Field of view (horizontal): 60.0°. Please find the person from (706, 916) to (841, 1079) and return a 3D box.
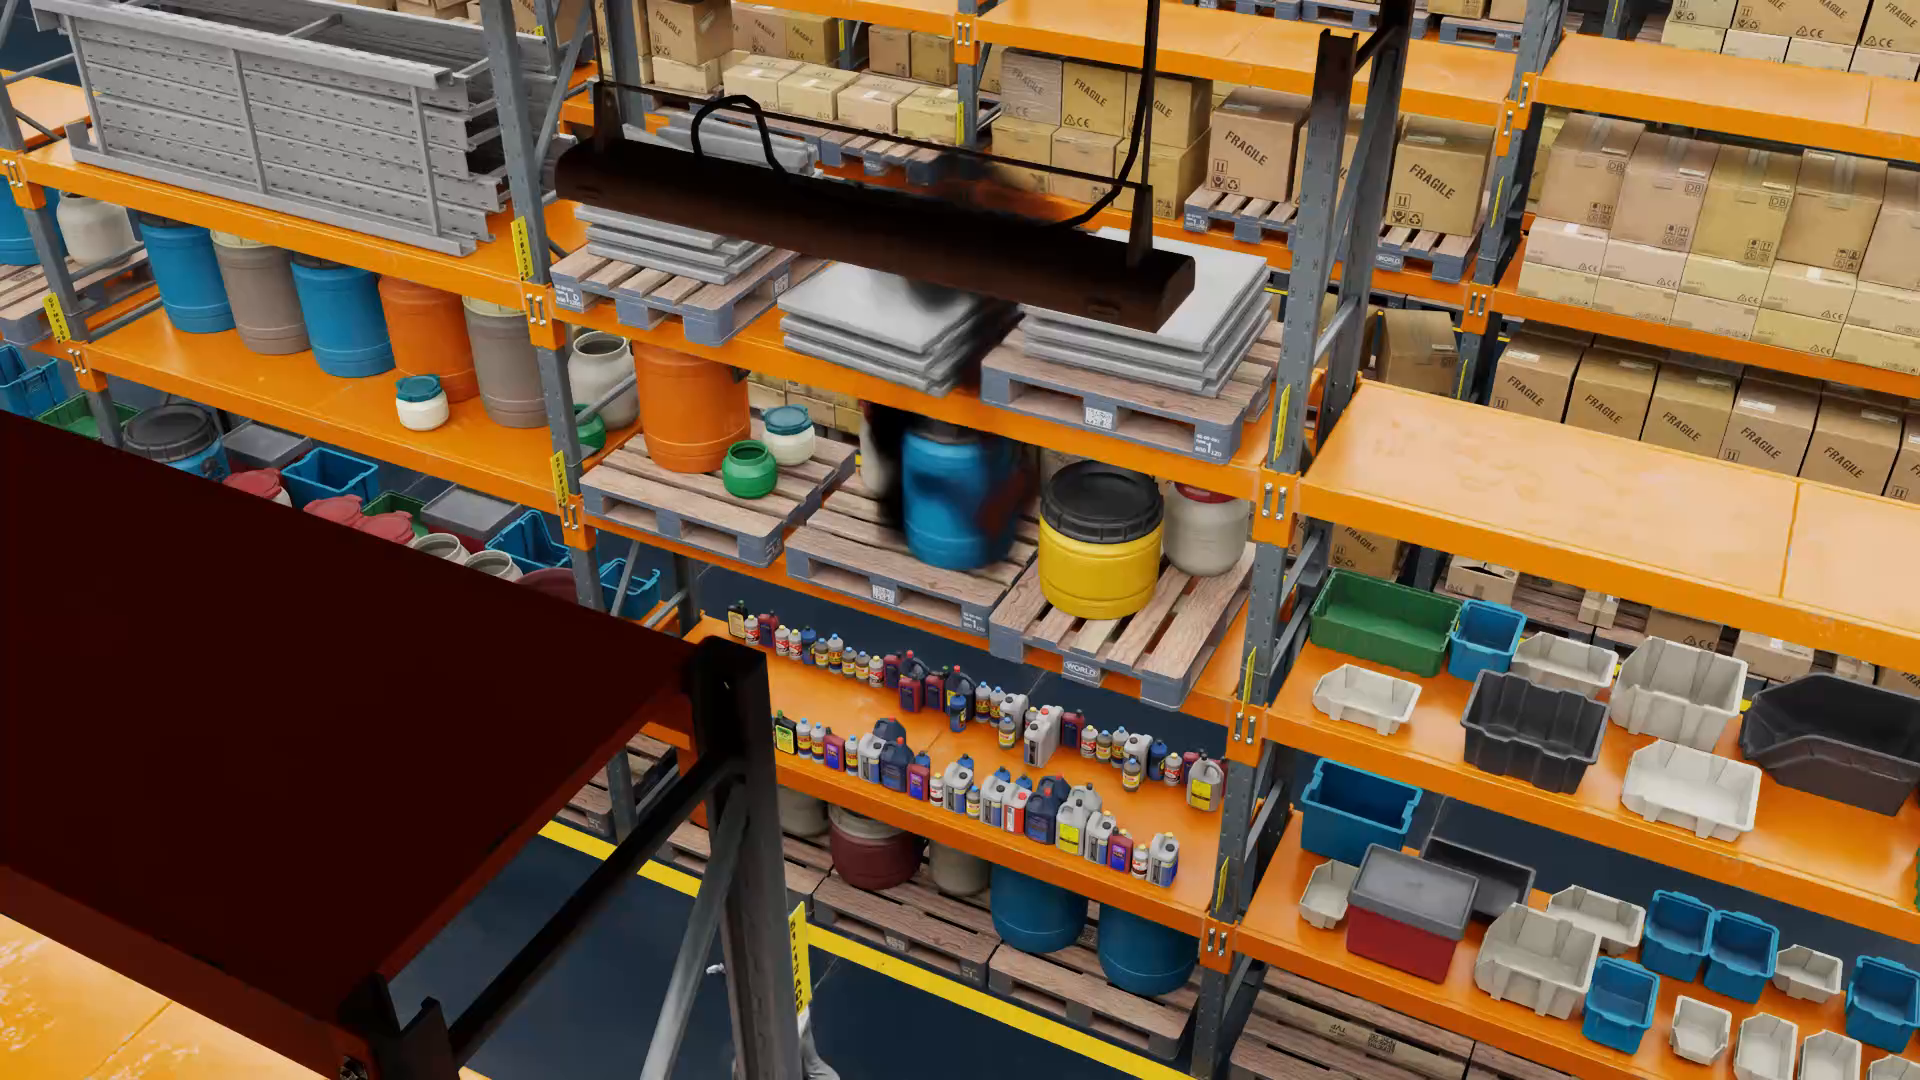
[{"bbox_3d":[-0.925,2.583,8.704,0.842,1.743,0.595,10,36,14],"label":"person"}]
